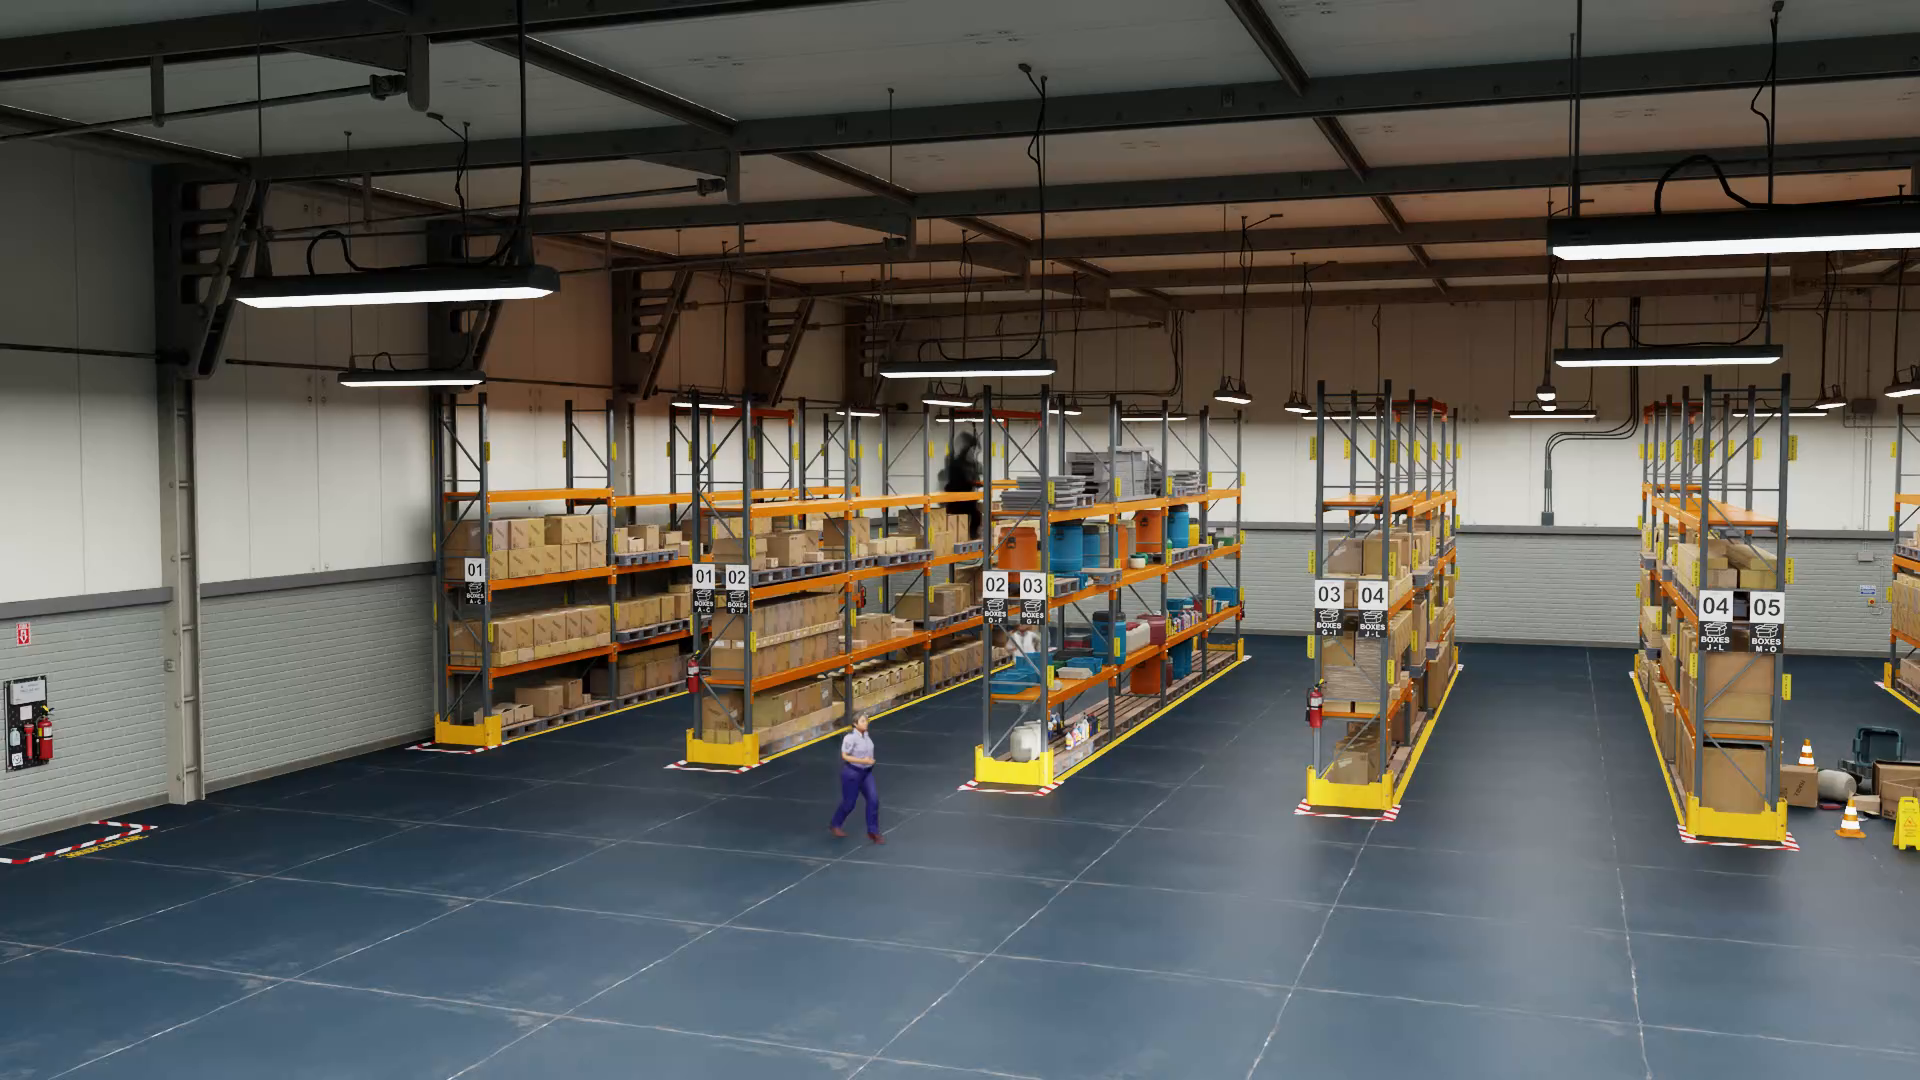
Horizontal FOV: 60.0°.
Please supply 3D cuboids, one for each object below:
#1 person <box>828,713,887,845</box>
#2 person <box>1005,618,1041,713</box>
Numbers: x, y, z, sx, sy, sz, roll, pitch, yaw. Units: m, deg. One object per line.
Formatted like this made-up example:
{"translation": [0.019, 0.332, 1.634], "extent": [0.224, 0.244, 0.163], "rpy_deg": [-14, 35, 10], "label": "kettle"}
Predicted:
{"translation": [-1.337, 3.057, 21.288], "extent": [0.822, 1.675, 0.594], "rpy_deg": [2, 4, 38], "label": "person"}
{"translation": [1.223, 2.392, 32.173], "extent": [0.658, 1.829, 0.828], "rpy_deg": [1, 3, 16], "label": "person"}
